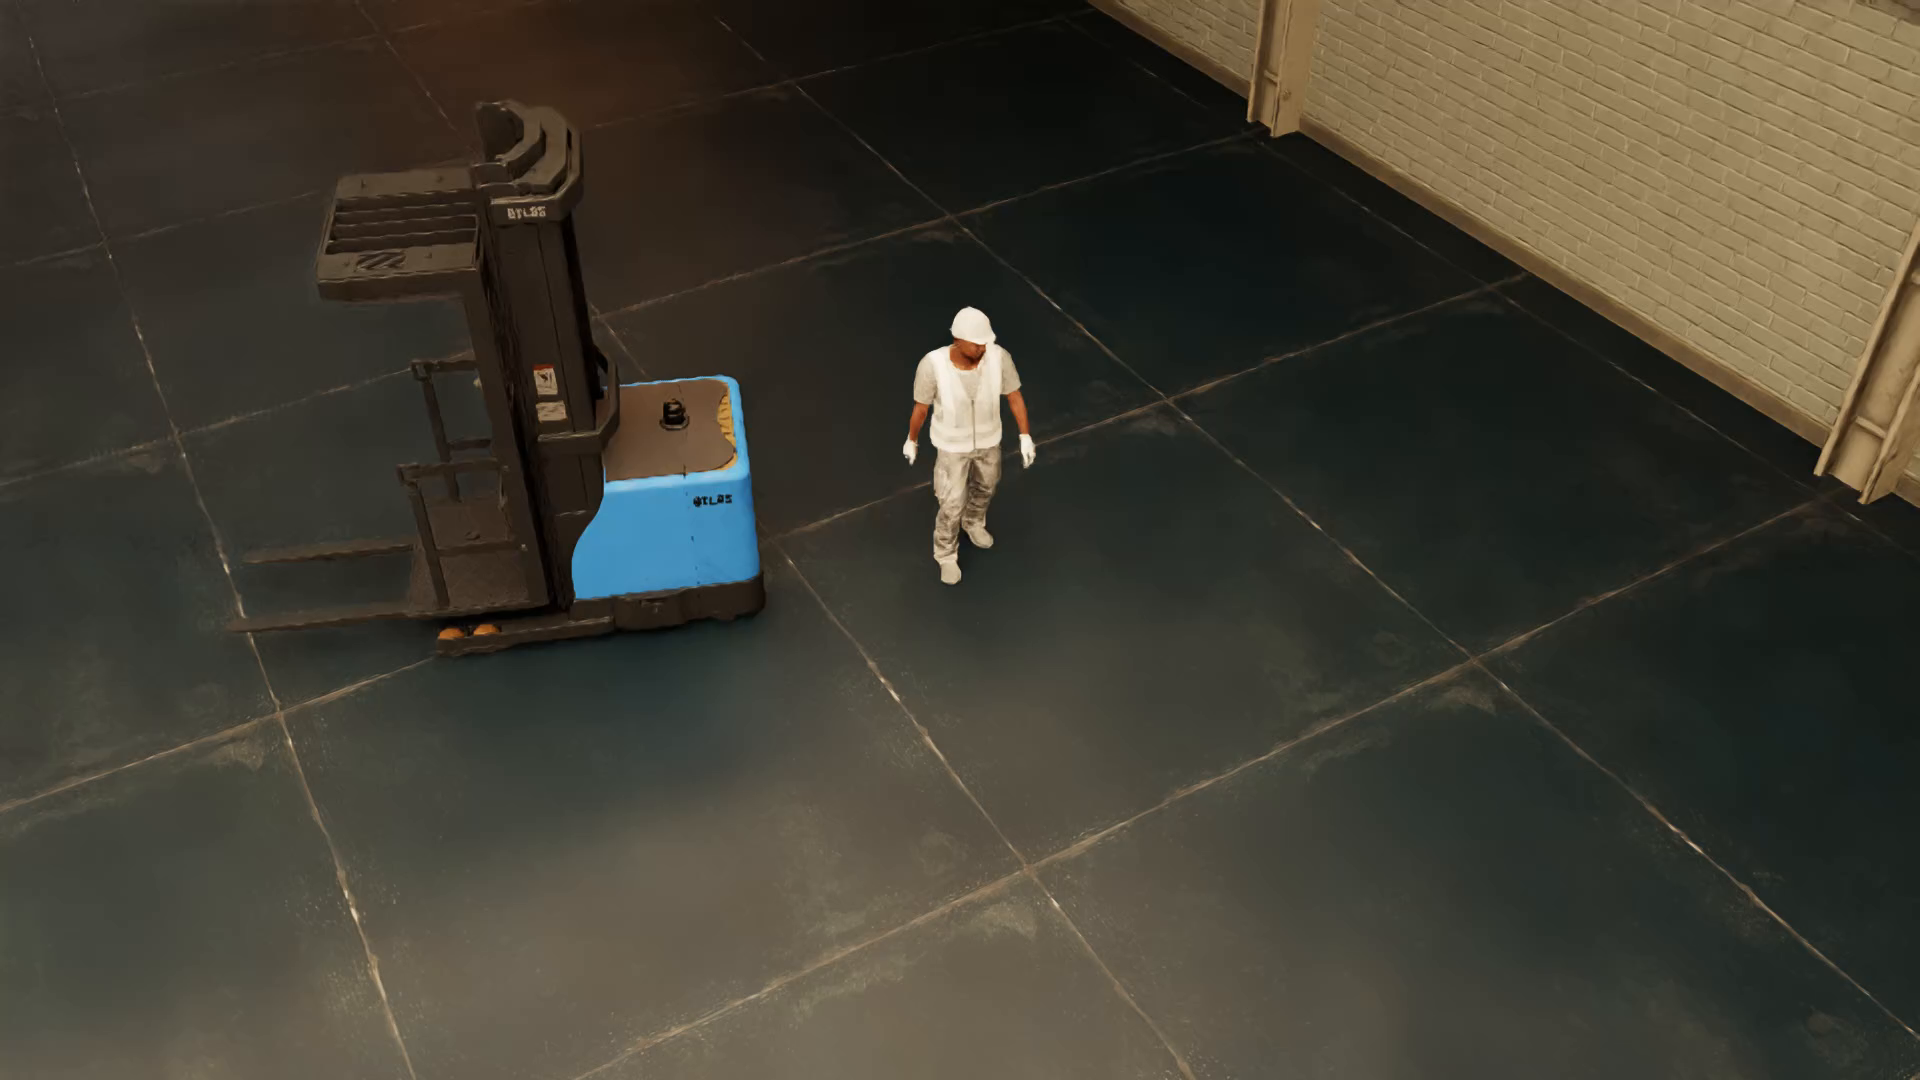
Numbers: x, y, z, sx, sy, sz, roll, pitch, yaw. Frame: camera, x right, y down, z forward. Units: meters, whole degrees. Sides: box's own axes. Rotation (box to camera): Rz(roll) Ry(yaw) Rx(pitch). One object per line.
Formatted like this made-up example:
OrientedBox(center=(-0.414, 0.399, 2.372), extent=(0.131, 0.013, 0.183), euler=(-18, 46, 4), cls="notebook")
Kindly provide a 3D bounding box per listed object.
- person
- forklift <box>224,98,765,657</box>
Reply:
OrientedBox(center=(0.046, -0.579, 9.673), extent=(0.707, 1.755, 0.587), euler=(-13, 41, -15), cls="person")
OrientedBox(center=(-2.713, -0.824, 9.030), extent=(3.031, 2.935, 1.130), euler=(-6, 40, -8), cls="forklift")
